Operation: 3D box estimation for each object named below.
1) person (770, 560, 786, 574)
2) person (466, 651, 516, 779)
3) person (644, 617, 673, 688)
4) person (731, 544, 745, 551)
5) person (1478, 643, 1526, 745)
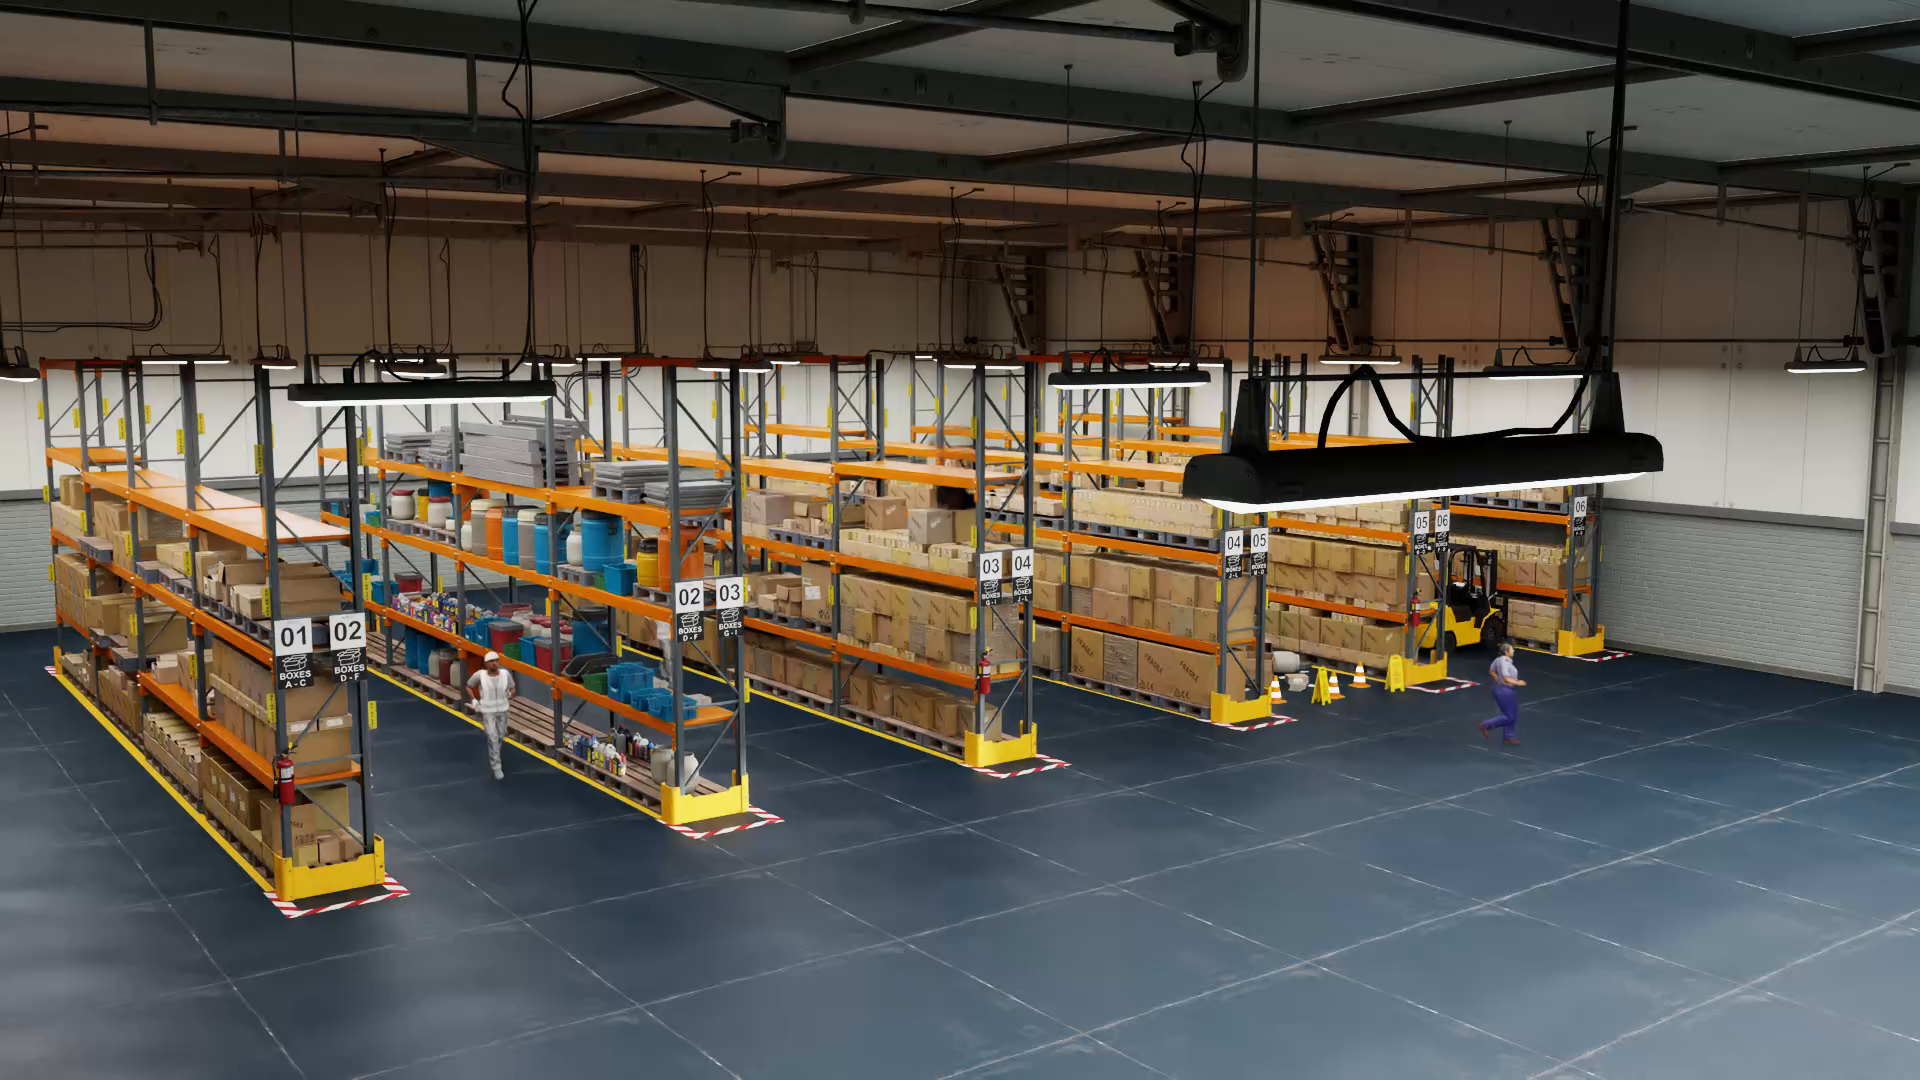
[{"bbox_3d":[-4.574,0.480,41.893,0.883,1.715,0.703,1,7,12],"label":"person"},{"bbox_3d":[-6.812,2.519,24.310,0.672,1.805,0.848,-5,8,-34],"label":"person"},{"bbox_3d":[-5.352,1.794,30.450,0.710,1.747,0.968,-5,9,-38],"label":"person"},{"bbox_3d":[-5.489,0.580,41.321,0.803,1.664,0.615,-6,9,-42],"label":"person"},{"bbox_3d":[8.485,2.412,26.066,0.706,1.603,0.608,1,7,5],"label":"person"}]
